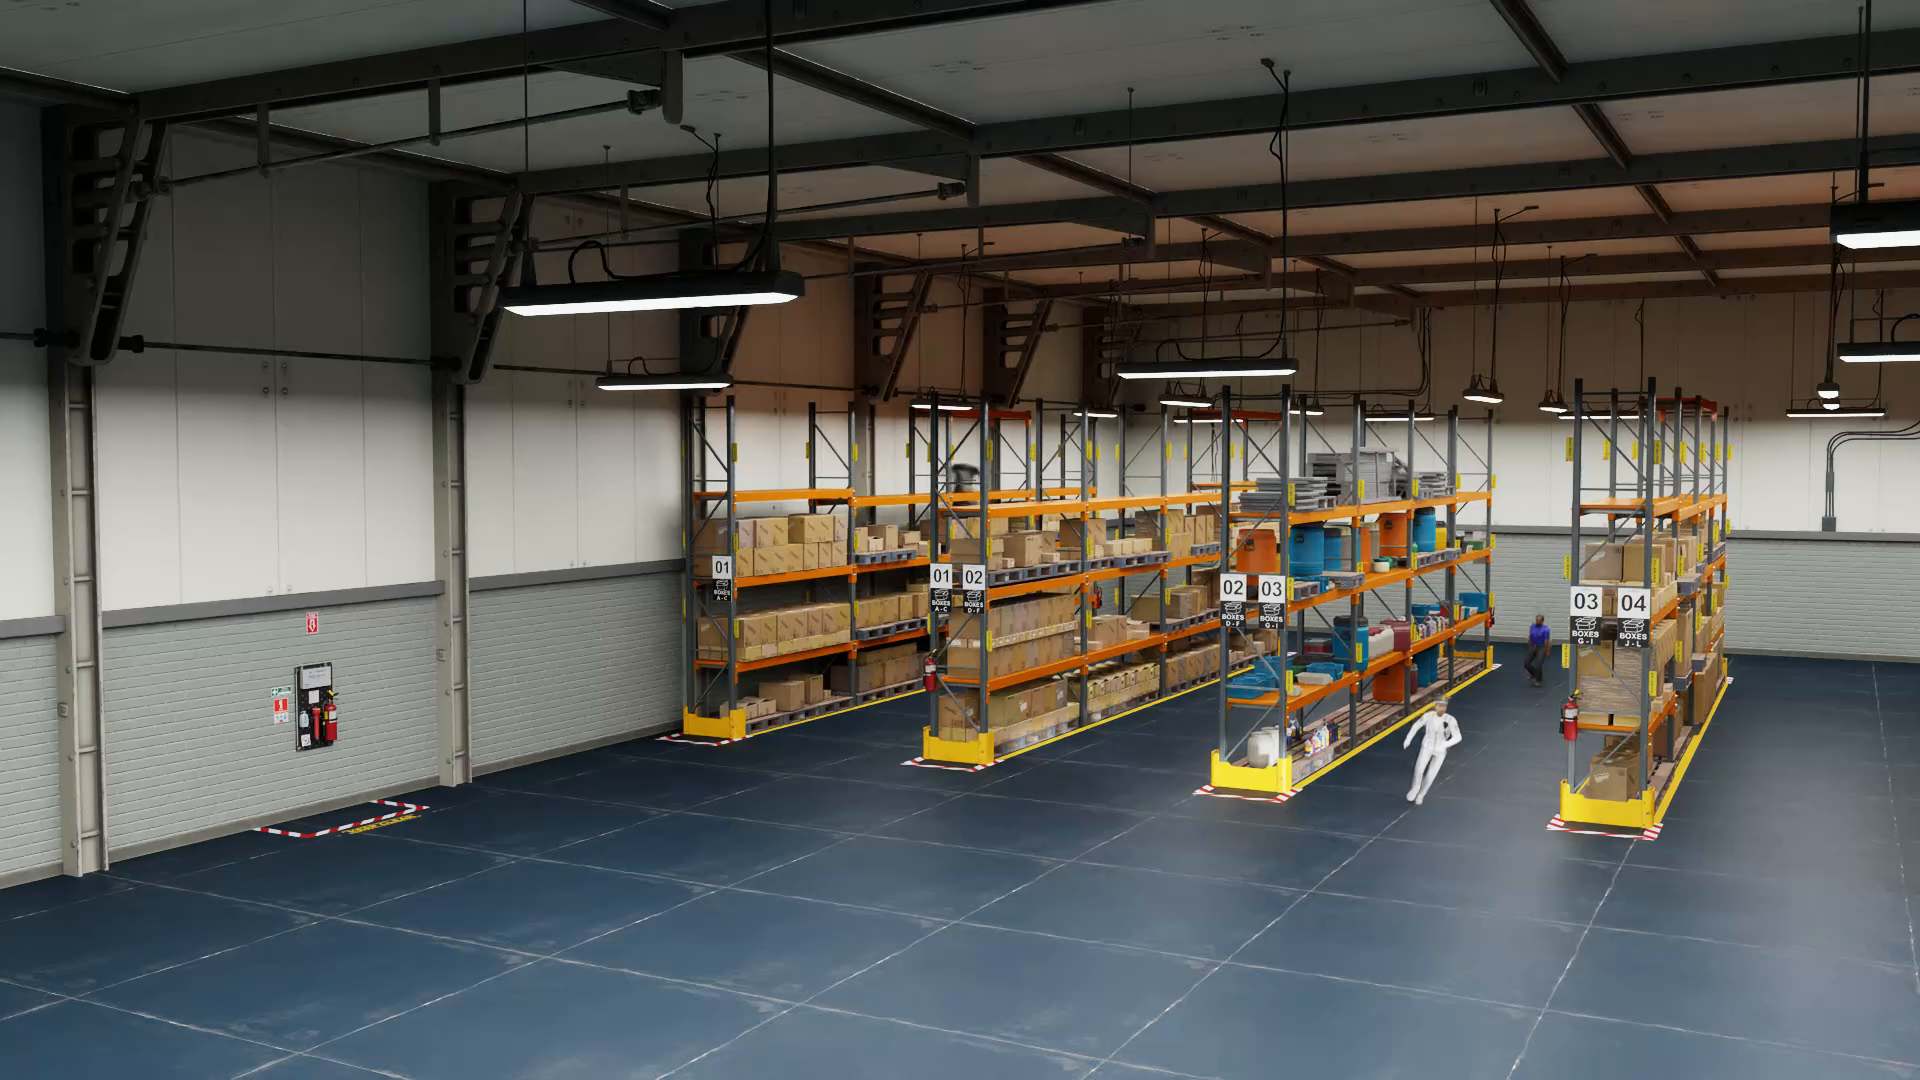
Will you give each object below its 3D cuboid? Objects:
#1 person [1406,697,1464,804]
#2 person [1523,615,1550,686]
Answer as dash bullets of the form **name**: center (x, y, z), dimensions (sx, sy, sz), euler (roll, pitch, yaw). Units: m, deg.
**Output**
- **person**: center (6.719, 2.981, 23.511), dimensions (0.778, 1.572, 0.622), euler (1, 3, 12)
- **person**: center (12.325, 2.354, 35.455), dimensions (0.639, 1.547, 0.707), euler (-3, 4, -43)
